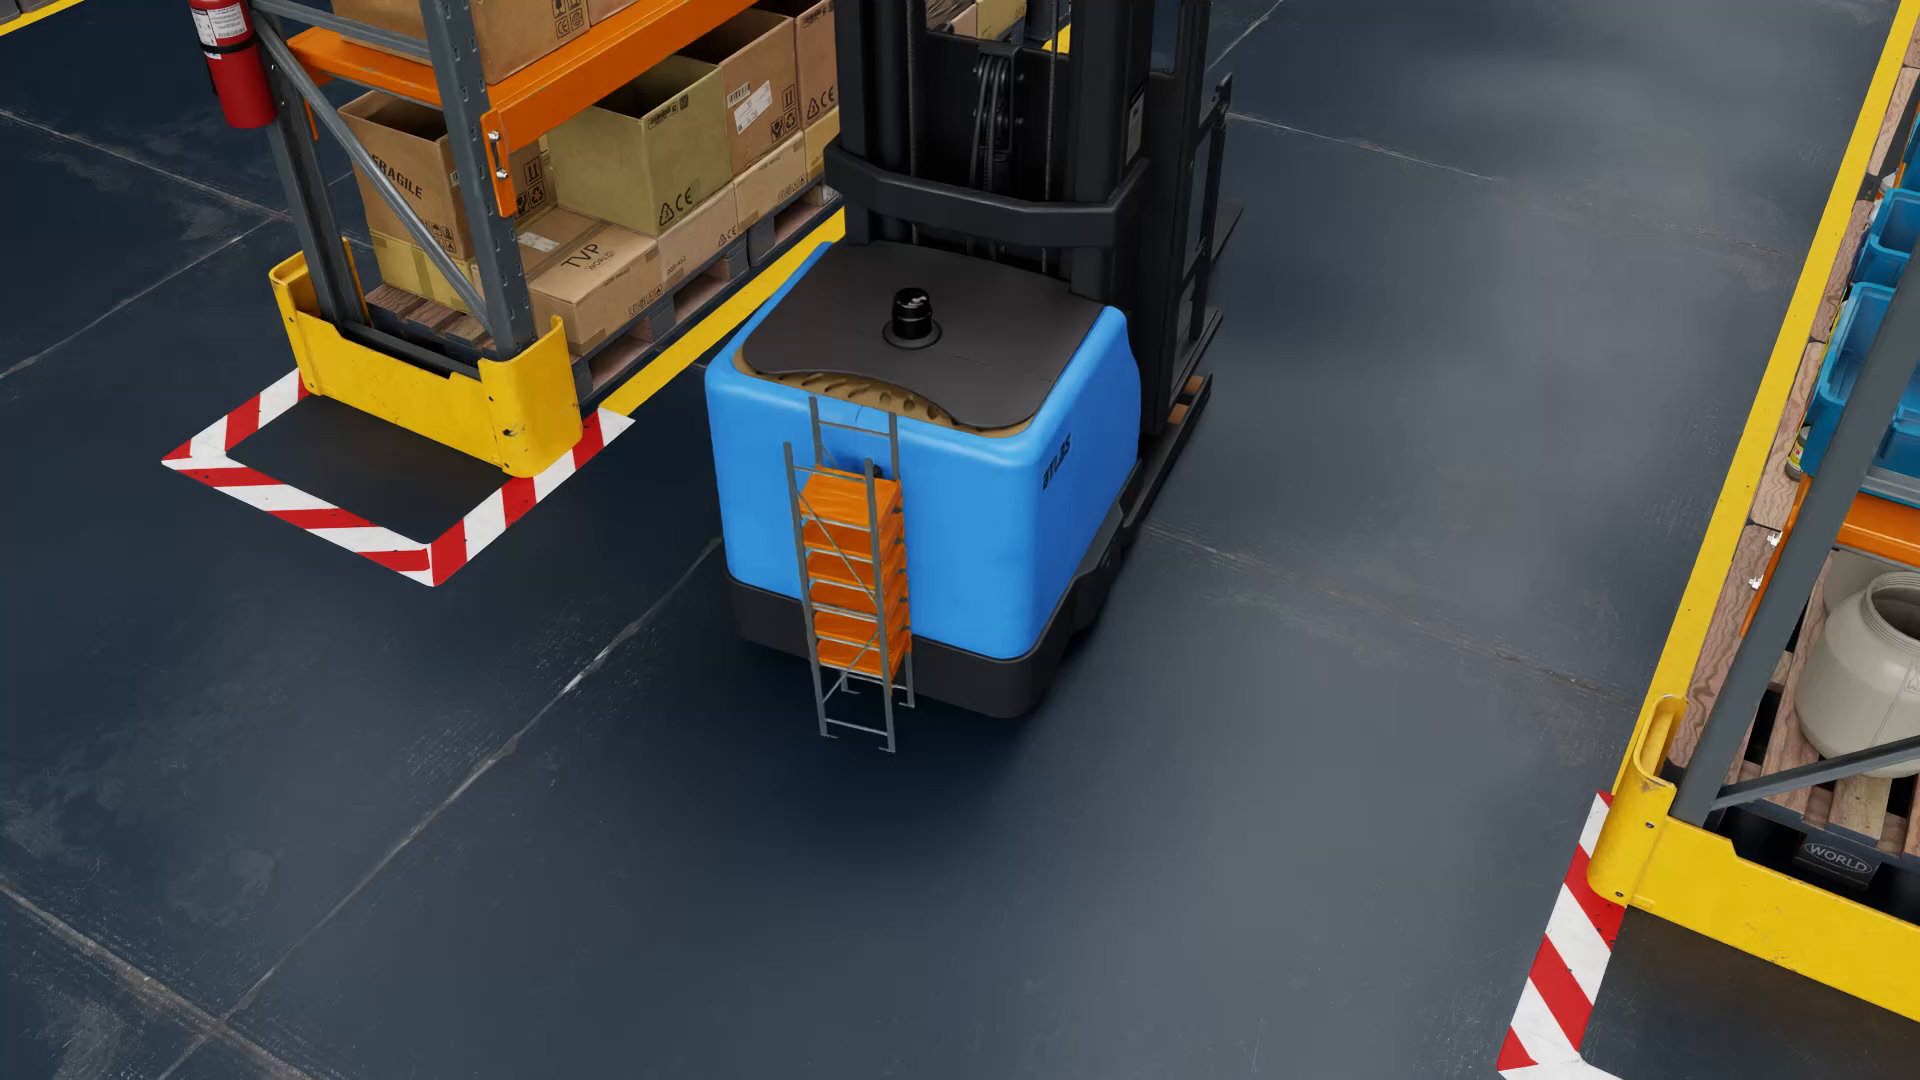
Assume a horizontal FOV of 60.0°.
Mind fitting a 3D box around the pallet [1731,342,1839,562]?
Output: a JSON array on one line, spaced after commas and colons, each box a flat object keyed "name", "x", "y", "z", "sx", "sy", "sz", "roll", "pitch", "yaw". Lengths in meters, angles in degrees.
[{"name": "pallet", "x": 3.349, "y": -0.169, "z": 5.783, "sx": 1.003, "sy": 0.211, "sz": 1.213, "roll": 21, "pitch": 45, "yaw": 22}]

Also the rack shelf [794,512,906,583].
[{"name": "rack shelf", "x": -0.299, "y": -0.004, "z": 4.543, "sx": 0.258, "sy": 0.103, "sz": 0.180, "roll": 12, "pitch": 47, "yaw": 13}]

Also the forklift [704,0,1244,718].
[{"name": "forklift", "x": 0.300, "y": -1.541, "z": 5.283, "sx": 1.130, "sy": 2.935, "sz": 3.031, "roll": 16, "pitch": 44, "yaw": 17}]

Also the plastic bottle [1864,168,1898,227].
[{"name": "plastic bottle", "x": 3.792, "y": -1.391, "z": 6.791, "sx": 0.097, "sy": 0.271, "sz": 0.097, "roll": 0, "pitch": 41, "yaw": 0}]

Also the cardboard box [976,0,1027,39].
[{"name": "cardboard box", "x": 0.001, "y": -2.716, "z": 8.327, "sx": 0.500, "sy": 0.250, "sz": 0.500, "roll": 21, "pitch": 45, "yaw": 22}]

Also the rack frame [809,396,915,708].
[{"name": "rack frame", "x": -0.267, "y": 0.071, "z": 4.743, "sx": 0.240, "sy": 1.200, "sz": 0.006, "roll": 12, "pitch": 47, "yaw": 13}]

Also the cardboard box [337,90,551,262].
[{"name": "cardboard box", "x": -1.947, "y": -1.451, "z": 6.323, "sx": 0.500, "sy": 0.500, "sz": 0.500, "roll": 21, "pitch": 45, "yaw": 22}]

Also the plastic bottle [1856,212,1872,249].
[{"name": "plastic bottle", "x": 3.690, "y": -1.248, "z": 6.682, "sx": 0.097, "sy": 0.201, "sz": 0.097, "roll": 0, "pitch": 41, "yaw": 0}]

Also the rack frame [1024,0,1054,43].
[{"name": "rack frame", "x": 0.044, "y": -3.927, "z": 7.940, "sx": 1.000, "sy": 3.000, "sz": 0.127, "roll": 21, "pitch": 45, "yaw": 22}]

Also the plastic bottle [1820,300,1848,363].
[{"name": "plastic bottle", "x": 3.260, "y": -0.782, "z": 6.040, "sx": 0.144, "sy": 0.351, "sz": 0.185, "roll": 21, "pitch": 45, "yaw": 22}]

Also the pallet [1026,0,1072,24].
[{"name": "pallet", "x": 0.379, "y": -3.315, "z": 9.355, "sx": 1.003, "sy": 0.211, "sz": 1.213, "roll": 21, "pitch": 45, "yaw": 22}]

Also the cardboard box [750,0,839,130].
[{"name": "cardboard box", "x": -0.744, "y": -2.136, "z": 7.102, "sx": 0.500, "sy": 0.500, "sz": 0.500, "roll": 21, "pitch": 45, "yaw": 22}]

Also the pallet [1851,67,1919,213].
[{"name": "pallet", "x": 4.690, "y": -1.703, "z": 7.524, "sx": 1.003, "sy": 0.211, "sz": 1.213, "roll": 21, "pitch": 45, "yaw": 22}]

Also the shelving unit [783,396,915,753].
[{"name": "shelving unit", "x": -0.295, "y": 0.134, "z": 4.682, "sx": 0.258, "sy": 1.200, "sz": 0.189, "roll": 12, "pitch": 47, "yaw": 13}]

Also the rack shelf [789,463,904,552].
[{"name": "rack shelf", "x": -0.301, "y": -0.088, "z": 4.458, "sx": 0.258, "sy": 0.103, "sz": 0.180, "roll": 12, "pitch": 47, "yaw": 13}]

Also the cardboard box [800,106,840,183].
[{"name": "cardboard box", "x": -0.745, "y": -1.855, "z": 7.350, "sx": 0.500, "sy": 0.250, "sz": 0.500, "roll": 21, "pitch": 45, "yaw": 22}]

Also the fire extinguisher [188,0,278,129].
[{"name": "fire extinguisher", "x": -2.419, "y": -1.696, "z": 5.464, "sx": 0.296, "sy": 0.674, "sz": 0.183, "roll": 21, "pitch": 45, "yaw": 22}]

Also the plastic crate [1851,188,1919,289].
[{"name": "plastic crate", "x": 2.650, "y": -0.698, "z": 4.385, "sx": 0.499, "sy": 0.251, "sz": 0.408, "roll": 21, "pitch": 45, "yaw": 22}]

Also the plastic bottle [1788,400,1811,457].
[{"name": "plastic bottle", "x": 2.911, "y": -0.413, "z": 5.672, "sx": 0.061, "sy": 0.283, "sz": 0.133, "roll": 22, "pitch": 46, "yaw": 23}]

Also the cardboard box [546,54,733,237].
[{"name": "cardboard box", "x": -1.248, "y": -1.566, "z": 6.454, "sx": 0.500, "sy": 0.500, "sz": 0.500, "roll": 21, "pitch": 45, "yaw": 22}]

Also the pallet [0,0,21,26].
[{"name": "pallet", "x": -5.773, "y": -2.725, "z": 8.685, "sx": 1.003, "sy": 0.211, "sz": 1.213, "roll": 21, "pitch": 45, "yaw": 22}]

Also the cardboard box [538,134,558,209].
[{"name": "cardboard box", "x": -1.705, "y": -1.459, "z": 6.900, "sx": 0.500, "sy": 0.250, "sz": 0.500, "roll": 21, "pitch": 45, "yaw": 22}]

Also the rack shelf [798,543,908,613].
[{"name": "rack shelf", "x": -0.296, "y": 0.080, "z": 4.628, "sx": 0.258, "sy": 0.103, "sz": 0.180, "roll": 12, "pitch": 47, "yaw": 13}]

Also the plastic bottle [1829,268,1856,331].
[{"name": "plastic bottle", "x": 3.354, "y": -0.919, "z": 6.247, "sx": 0.061, "sy": 0.283, "sz": 0.133, "roll": 23, "pitch": 46, "yaw": 24}]

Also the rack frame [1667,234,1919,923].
[{"name": "rack frame", "x": 2.329, "y": 0.002, "z": 3.478, "sx": 1.000, "sy": 3.000, "sz": 0.127, "roll": 21, "pitch": 45, "yaw": 22}]

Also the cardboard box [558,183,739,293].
[{"name": "cardboard box", "x": -1.250, "y": -1.285, "z": 6.702, "sx": 0.500, "sy": 0.250, "sz": 0.500, "roll": 21, "pitch": 45, "yaw": 22}]

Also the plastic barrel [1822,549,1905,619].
[{"name": "plastic barrel", "x": 2.843, "y": 0.089, "z": 4.944, "sx": 0.421, "sy": 0.512, "sz": 0.421, "roll": 0, "pitch": 41, "yaw": 0}]

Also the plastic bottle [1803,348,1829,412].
[{"name": "plastic bottle", "x": 3.088, "y": -0.552, "z": 5.835, "sx": 0.152, "sy": 0.276, "sz": 0.135, "roll": 20, "pitch": 45, "yaw": 21}]

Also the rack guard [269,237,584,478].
[{"name": "rack guard", "x": -1.970, "y": -0.687, "z": 6.152, "sx": 1.175, "sy": 0.500, "sz": 0.348, "roll": 21, "pitch": 45, "yaw": 22}]

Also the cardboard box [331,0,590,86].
[{"name": "cardboard box", "x": -1.713, "y": -1.939, "z": 5.607, "sx": 0.700, "sy": 0.500, "sz": 0.500, "roll": 21, "pitch": 45, "yaw": 22}]

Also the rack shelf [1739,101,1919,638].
[{"name": "rack shelf", "x": 3.330, "y": -0.873, "z": 5.016, "sx": 1.077, "sy": 0.370, "sz": 4.000, "roll": 21, "pitch": 45, "yaw": 22}]

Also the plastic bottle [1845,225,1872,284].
[{"name": "plastic bottle", "x": 3.568, "y": -1.133, "z": 6.439, "sx": 0.144, "sy": 0.351, "sz": 0.185, "roll": 22, "pitch": 46, "yaw": 23}]

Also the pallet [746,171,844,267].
[{"name": "pallet", "x": -1.000, "y": -1.739, "z": 7.565, "sx": 1.003, "sy": 0.211, "sz": 1.213, "roll": 21, "pitch": 45, "yaw": 22}]
